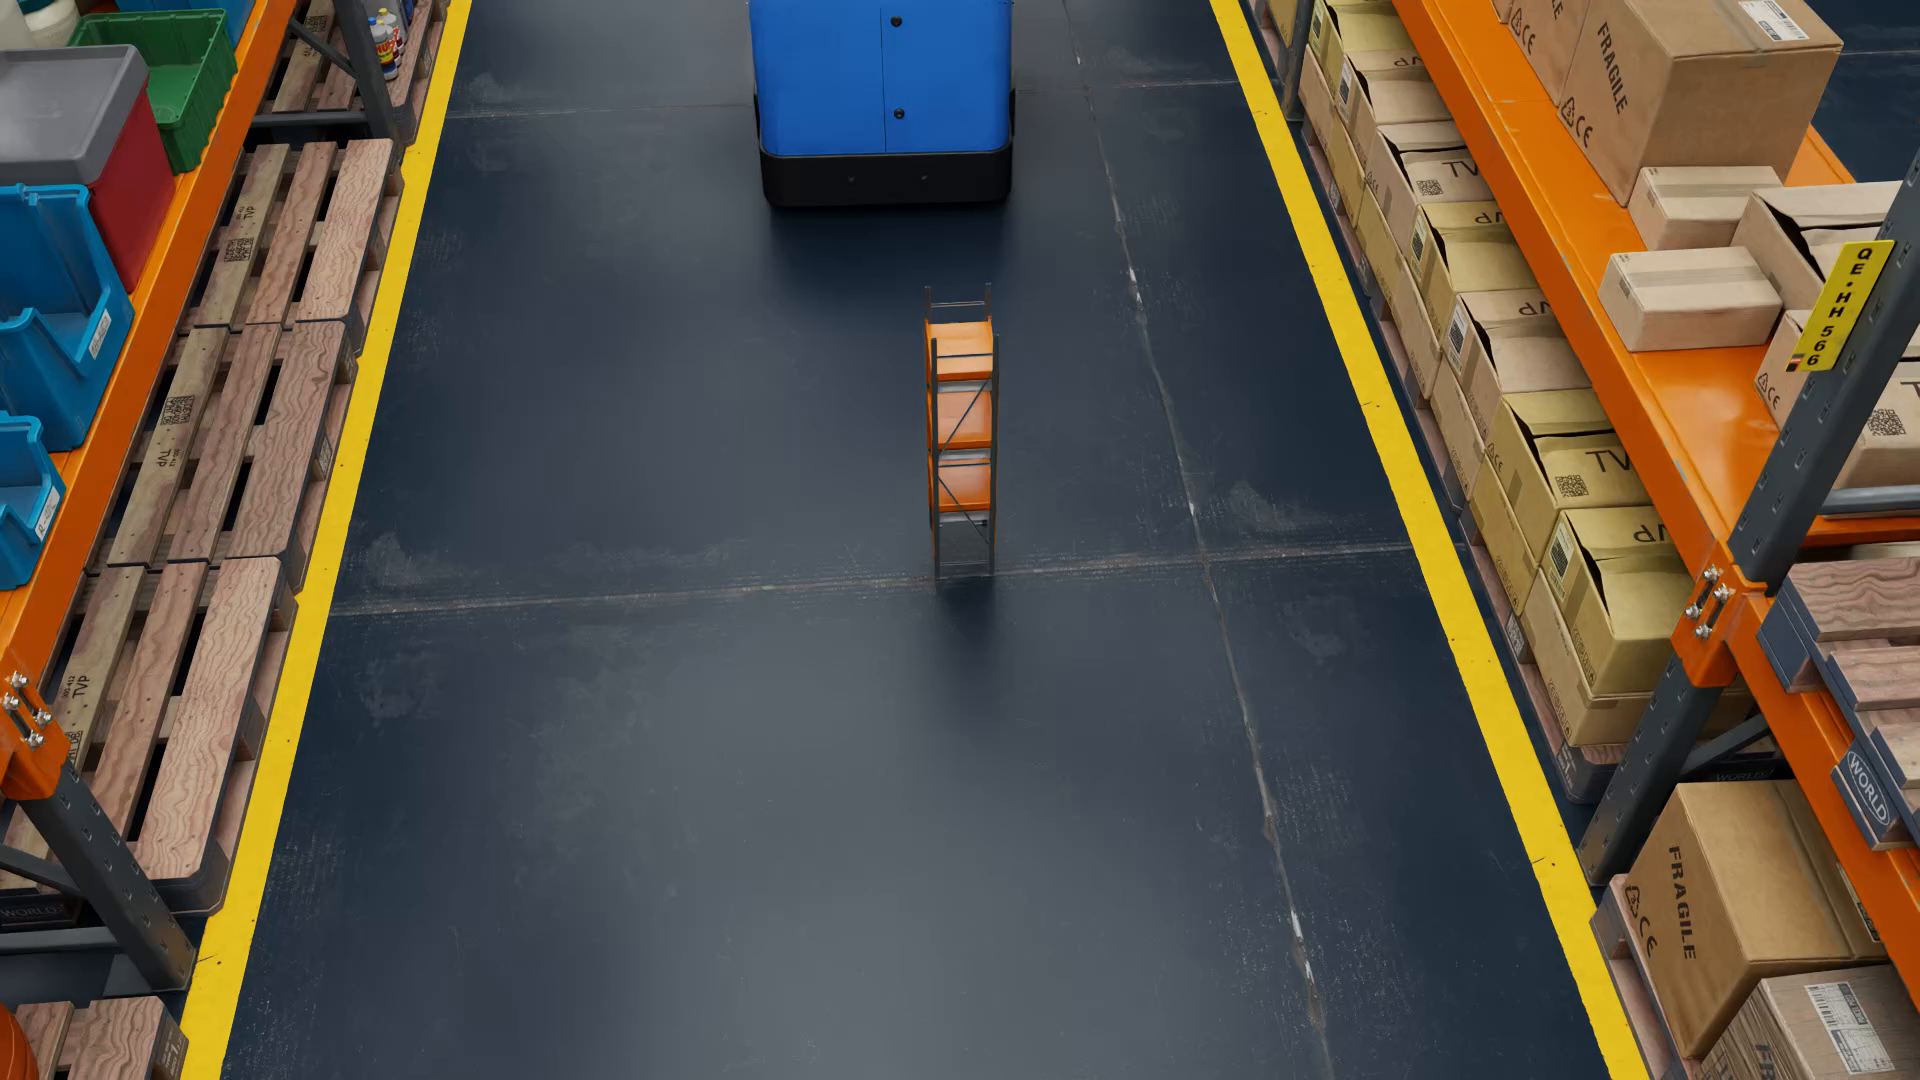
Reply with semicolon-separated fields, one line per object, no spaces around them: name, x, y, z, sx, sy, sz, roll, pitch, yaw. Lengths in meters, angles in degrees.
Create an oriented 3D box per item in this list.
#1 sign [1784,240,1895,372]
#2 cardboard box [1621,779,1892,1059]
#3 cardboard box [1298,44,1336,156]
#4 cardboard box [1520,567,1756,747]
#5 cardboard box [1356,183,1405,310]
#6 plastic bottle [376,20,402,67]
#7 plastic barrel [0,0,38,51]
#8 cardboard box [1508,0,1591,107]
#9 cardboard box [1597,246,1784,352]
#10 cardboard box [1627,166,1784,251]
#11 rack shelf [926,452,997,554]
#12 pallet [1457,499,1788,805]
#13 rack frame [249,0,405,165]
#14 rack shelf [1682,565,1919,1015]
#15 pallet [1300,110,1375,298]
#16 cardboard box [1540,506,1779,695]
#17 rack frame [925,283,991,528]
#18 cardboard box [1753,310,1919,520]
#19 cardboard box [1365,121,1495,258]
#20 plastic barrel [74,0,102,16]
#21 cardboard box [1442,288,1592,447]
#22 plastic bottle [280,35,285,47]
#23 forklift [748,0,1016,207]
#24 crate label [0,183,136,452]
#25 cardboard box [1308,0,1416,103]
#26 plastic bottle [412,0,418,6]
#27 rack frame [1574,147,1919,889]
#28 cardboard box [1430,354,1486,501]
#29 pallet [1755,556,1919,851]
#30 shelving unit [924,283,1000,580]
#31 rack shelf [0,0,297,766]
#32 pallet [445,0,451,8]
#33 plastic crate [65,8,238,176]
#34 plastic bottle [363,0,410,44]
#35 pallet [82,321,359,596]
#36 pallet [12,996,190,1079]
sign;1.755;-0.463;3.325;0.100;0.325;0.005;-3;47;-3
cardboard box;2.061;0.954;4.199;0.500;0.500;0.500;-2;47;-2
cardboard box;1.760;-1.887;7.076;0.500;0.250;0.500;-5;47;-4
cardboard box;2.021;0.334;4.972;0.500;0.250;0.500;-2;47;-2
cardboard box;1.848;-1.143;6.371;0.500;0.250;0.500;-5;47;-5
plastic bottle;-2.561;-2.217;7.408;0.097;0.201;0.097;0;47;0
plastic barrel;-3.040;-1.507;5.018;0.433;0.535;0.433;0;47;0
cardboard box;2.107;-1.730;5.253;0.500;0.500;0.500;-3;47;-3
cardboard box;1.958;-0.649;4.472;0.380;0.149;0.250;-3;47;-3
cardboard box;2.145;-0.934;4.742;0.380;0.149;0.250;0;47;0
rack shelf;0.004;-0.124;5.542;0.215;0.259;0.240;-3;47;-3
pallet;2.278;0.260;5.359;1.003;0.211;1.213;-3;47;-3
rack frame;-2.963;-2.697;6.238;1.000;3.000;0.127;-3;47;-3
rack shelf;2.476;1.593;2.671;1.077;0.370;4.000;-3;47;-3
pallet;2.074;-1.506;7.031;1.003;0.211;1.213;-3;47;-3
cardboard box;2.019;0.143;4.767;0.500;0.311;0.500;-2;47;-2
rack frame;-0.006;-0.411;5.416;0.200;1.050;0.008;-3;47;-3
cardboard box;2.321;-0.336;4.064;0.500;0.311;0.500;-1;47;-1
cardboard box;1.841;-1.336;6.168;0.500;0.311;0.500;-5;47;-5
plastic barrel;-3.101;-2.038;5.521;0.433;0.535;0.433;0;47;0
cardboard box;1.929;-0.598;5.469;0.500;0.311;0.500;-4;47;-4
plastic bottle;-3.160;-2.395;7.473;0.144;0.351;0.185;-3;47;-3
forklift;-0.368;-3.468;7.016;1.130;2.935;3.031;-2;47;-2
crate label;-2.442;-0.550;4.181;0.502;0.435;0.616;-3;47;-3
cardboard box;1.760;-2.073;6.866;0.500;0.311;0.500;-3;47;-3
plastic bottle;-2.633;-2.683;7.747;0.144;0.351;0.185;-5;47;-5
rack frame;2.308;-0.101;3.780;1.000;3.000;0.127;-3;47;-3
cardboard box;1.935;-0.403;5.670;0.500;0.250;0.500;-3;47;-2
pallet;2.435;0.451;3.389;1.213;0.211;1.003;-3;47;-3
shelving unit;0.004;-0.322;5.332;0.215;1.050;0.252;-3;47;-3
rack shelf;-2.796;-1.003;5.129;1.077;0.370;4.000;-3;47;-3
pallet;-3.083;-3.111;8.551;1.003;0.211;1.213;-3;47;-3
plastic crate;-2.536;-1.381;5.138;0.450;0.188;0.662;-3;47;-3
plastic bottle;-2.607;-2.401;7.531;0.152;0.276;0.135;-2;47;-2
pallet;-2.753;-0.288;5.877;1.003;0.211;1.213;-3;47;-3
pallet;-2.521;1.724;3.972;1.003;0.211;1.213;-3;47;-3
